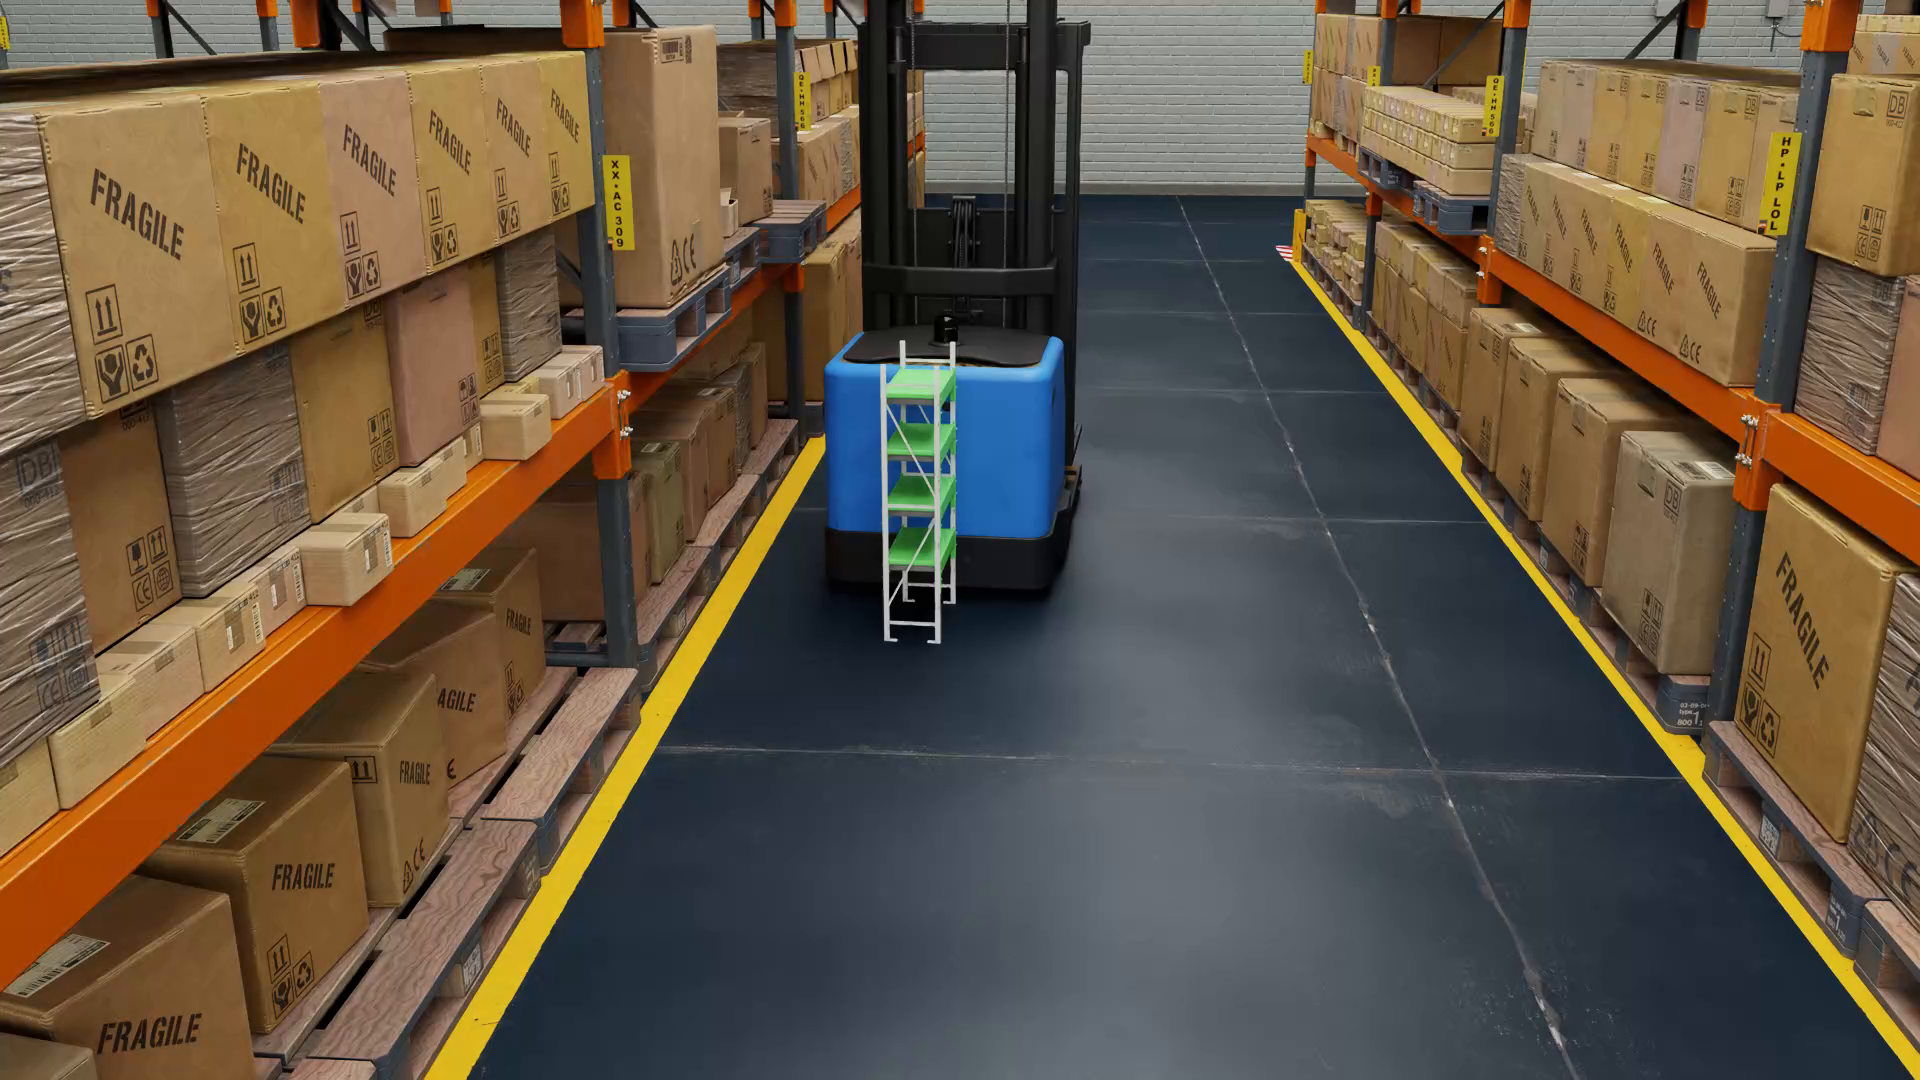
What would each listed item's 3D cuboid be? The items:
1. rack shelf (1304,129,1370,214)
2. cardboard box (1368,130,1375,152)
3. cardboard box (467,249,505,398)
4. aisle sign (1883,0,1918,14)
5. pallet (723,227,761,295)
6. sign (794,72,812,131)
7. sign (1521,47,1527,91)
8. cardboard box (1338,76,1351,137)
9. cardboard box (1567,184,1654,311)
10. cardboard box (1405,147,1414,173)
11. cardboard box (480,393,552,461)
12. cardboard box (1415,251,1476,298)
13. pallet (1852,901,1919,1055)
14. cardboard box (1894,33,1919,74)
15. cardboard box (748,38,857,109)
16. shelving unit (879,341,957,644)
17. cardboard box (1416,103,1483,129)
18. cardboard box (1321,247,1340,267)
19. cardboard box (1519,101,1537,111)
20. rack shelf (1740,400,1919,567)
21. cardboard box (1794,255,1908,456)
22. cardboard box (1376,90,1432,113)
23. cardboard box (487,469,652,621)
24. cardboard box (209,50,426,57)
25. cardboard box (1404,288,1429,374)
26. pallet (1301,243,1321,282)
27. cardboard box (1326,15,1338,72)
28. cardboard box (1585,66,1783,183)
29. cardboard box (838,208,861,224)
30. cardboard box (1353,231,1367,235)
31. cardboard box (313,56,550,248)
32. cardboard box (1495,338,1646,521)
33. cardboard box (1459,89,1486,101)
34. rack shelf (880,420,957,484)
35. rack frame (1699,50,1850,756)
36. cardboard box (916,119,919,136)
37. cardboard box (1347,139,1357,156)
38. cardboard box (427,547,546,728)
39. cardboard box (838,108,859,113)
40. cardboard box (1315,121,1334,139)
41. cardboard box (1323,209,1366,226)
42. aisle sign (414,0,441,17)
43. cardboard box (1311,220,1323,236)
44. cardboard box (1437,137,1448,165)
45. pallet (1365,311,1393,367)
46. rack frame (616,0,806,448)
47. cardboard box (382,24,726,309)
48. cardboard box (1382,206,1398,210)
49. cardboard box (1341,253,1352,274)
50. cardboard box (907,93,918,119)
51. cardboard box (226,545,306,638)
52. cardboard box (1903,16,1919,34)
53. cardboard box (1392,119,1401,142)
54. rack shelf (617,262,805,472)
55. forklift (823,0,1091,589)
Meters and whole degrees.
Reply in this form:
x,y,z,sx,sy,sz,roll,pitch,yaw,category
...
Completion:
x,y,z,sx,sy,sz,roll,pitch,yaw,category
3.920,-3.396,15.126,1.077,0.370,4.000,1,18,4,rack shelf
3.276,-2.999,12.486,0.380,0.149,0.250,2,18,5,cardboard box
-1.902,-0.670,5.013,0.875,0.500,0.500,1,18,4,cardboard box
9.322,-5.531,16.310,0.394,0.787,0.004,1,18,4,aisle sign
-1.551,-1.310,7.911,1.003,0.211,1.213,1,18,4,pallet
-0.908,-2.520,9.564,0.100,0.325,0.005,1,18,4,sign
4.331,-3.656,12.903,0.100,0.325,0.005,1,18,4,sign
3.605,-3.778,14.497,0.500,0.500,0.500,1,18,4,cardboard box
3.080,-1.319,7.472,0.500,0.500,0.500,1,18,3,cardboard box
3.164,-2.516,11.015,0.380,0.149,0.250,2,18,6,cardboard box
-1.471,-0.348,5.071,0.380,0.149,0.250,1,18,4,cardboard box
3.355,-1.775,11.160,0.500,0.250,0.500,2,18,5,cardboard box
2.986,1.307,4.095,1.003,0.211,1.213,1,18,4,pallet
8.596,-4.184,14.610,0.500,0.500,0.500,1,18,4,cardboard box
-1.201,-3.585,12.774,0.797,0.503,0.637,1,18,2,cardboard box
-0.172,-0.211,7.141,0.258,1.200,0.503,2,18,7,shelving unit
3.146,-2.717,10.671,0.380,0.149,0.250,1,18,4,cardboard box
3.603,-2.654,15.610,0.380,0.149,0.250,0,18,1,cardboard box
3.809,-2.785,10.878,0.380,0.149,0.250,2,18,6,cardboard box
3.060,0.331,3.752,1.077,0.370,4.000,1,18,4,rack shelf
3.189,-0.589,5.161,0.875,0.550,0.550,1,18,4,cardboard box
3.255,-3.201,12.150,0.380,0.149,0.250,1,18,4,cardboard box
-1.671,0.014,6.870,0.700,0.500,0.500,0,18,0,cardboard box
-2.022,-1.304,5.342,0.500,0.500,0.500,1,18,4,cardboard box
3.339,-1.422,11.286,0.500,0.500,0.500,0,18,1,cardboard box
3.965,-2.759,16.504,1.003,0.211,1.213,1,18,4,pallet
3.677,-4.572,15.314,0.500,0.500,0.500,1,18,3,cardboard box
3.378,-1.942,7.765,0.700,0.500,0.500,1,18,3,cardboard box
-1.252,-1.972,12.362,1.225,0.875,0.875,1,18,2,cardboard box
3.629,-2.597,14.481,0.380,0.149,0.250,2,18,6,cardboard box
-1.529,-1.137,4.832,0.500,0.500,0.500,1,18,4,cardboard box
3.297,-0.546,8.212,1.050,0.750,0.750,2,18,5,cardboard box
3.924,-3.267,12.351,0.380,0.149,0.250,1,18,2,cardboard box
-0.172,-0.379,7.087,0.258,0.148,0.480,2,18,7,rack shelf
3.203,-0.632,5.535,1.000,3.000,0.127,1,18,4,rack frame
-0.610,-4.105,16.537,0.380,0.149,0.250,1,18,4,cardboard box
3.585,-3.420,14.447,0.380,0.149,0.250,1,18,2,cardboard box
-1.805,0.337,5.916,0.500,0.500,0.500,1,18,2,cardboard box
-0.967,-3.002,12.606,0.500,0.500,0.500,2,18,6,cardboard box
3.664,-3.984,16.168,0.380,0.149,0.250,1,18,2,cardboard box
3.706,-3.089,15.981,0.380,0.149,0.250,0,18,1,cardboard box
-5.519,-5.863,17.324,0.394,0.787,0.004,1,18,4,aisle sign
3.694,-3.105,16.507,0.380,0.149,0.250,1,18,4,cardboard box
3.089,-2.343,10.006,0.380,0.149,0.250,2,18,6,cardboard box
3.722,-1.550,12.814,1.003,0.211,1.213,1,18,4,pallet
-1.450,-2.017,9.760,1.000,3.000,0.127,1,18,4,rack frame
-1.540,-1.503,6.554,1.000,1.000,1.000,1,18,4,cardboard box
4.311,-3.157,16.188,0.380,0.149,0.250,1,18,3,cardboard box
3.491,-2.376,14.283,0.380,0.149,0.250,1,18,2,cardboard box
-0.683,-4.257,16.362,0.500,0.250,0.500,1,18,3,cardboard box
-1.682,0.116,3.656,0.380,0.149,0.250,1,18,4,cardboard box
8.553,-4.526,14.611,0.380,0.149,0.250,1,18,3,cardboard box
3.201,-2.819,11.459,0.380,0.149,0.250,1,18,3,cardboard box
-1.593,-1.054,7.977,1.077,0.370,4.000,1,18,4,rack shelf
0.081,-1.585,8.553,1.130,2.935,3.031,2,18,7,forklift
